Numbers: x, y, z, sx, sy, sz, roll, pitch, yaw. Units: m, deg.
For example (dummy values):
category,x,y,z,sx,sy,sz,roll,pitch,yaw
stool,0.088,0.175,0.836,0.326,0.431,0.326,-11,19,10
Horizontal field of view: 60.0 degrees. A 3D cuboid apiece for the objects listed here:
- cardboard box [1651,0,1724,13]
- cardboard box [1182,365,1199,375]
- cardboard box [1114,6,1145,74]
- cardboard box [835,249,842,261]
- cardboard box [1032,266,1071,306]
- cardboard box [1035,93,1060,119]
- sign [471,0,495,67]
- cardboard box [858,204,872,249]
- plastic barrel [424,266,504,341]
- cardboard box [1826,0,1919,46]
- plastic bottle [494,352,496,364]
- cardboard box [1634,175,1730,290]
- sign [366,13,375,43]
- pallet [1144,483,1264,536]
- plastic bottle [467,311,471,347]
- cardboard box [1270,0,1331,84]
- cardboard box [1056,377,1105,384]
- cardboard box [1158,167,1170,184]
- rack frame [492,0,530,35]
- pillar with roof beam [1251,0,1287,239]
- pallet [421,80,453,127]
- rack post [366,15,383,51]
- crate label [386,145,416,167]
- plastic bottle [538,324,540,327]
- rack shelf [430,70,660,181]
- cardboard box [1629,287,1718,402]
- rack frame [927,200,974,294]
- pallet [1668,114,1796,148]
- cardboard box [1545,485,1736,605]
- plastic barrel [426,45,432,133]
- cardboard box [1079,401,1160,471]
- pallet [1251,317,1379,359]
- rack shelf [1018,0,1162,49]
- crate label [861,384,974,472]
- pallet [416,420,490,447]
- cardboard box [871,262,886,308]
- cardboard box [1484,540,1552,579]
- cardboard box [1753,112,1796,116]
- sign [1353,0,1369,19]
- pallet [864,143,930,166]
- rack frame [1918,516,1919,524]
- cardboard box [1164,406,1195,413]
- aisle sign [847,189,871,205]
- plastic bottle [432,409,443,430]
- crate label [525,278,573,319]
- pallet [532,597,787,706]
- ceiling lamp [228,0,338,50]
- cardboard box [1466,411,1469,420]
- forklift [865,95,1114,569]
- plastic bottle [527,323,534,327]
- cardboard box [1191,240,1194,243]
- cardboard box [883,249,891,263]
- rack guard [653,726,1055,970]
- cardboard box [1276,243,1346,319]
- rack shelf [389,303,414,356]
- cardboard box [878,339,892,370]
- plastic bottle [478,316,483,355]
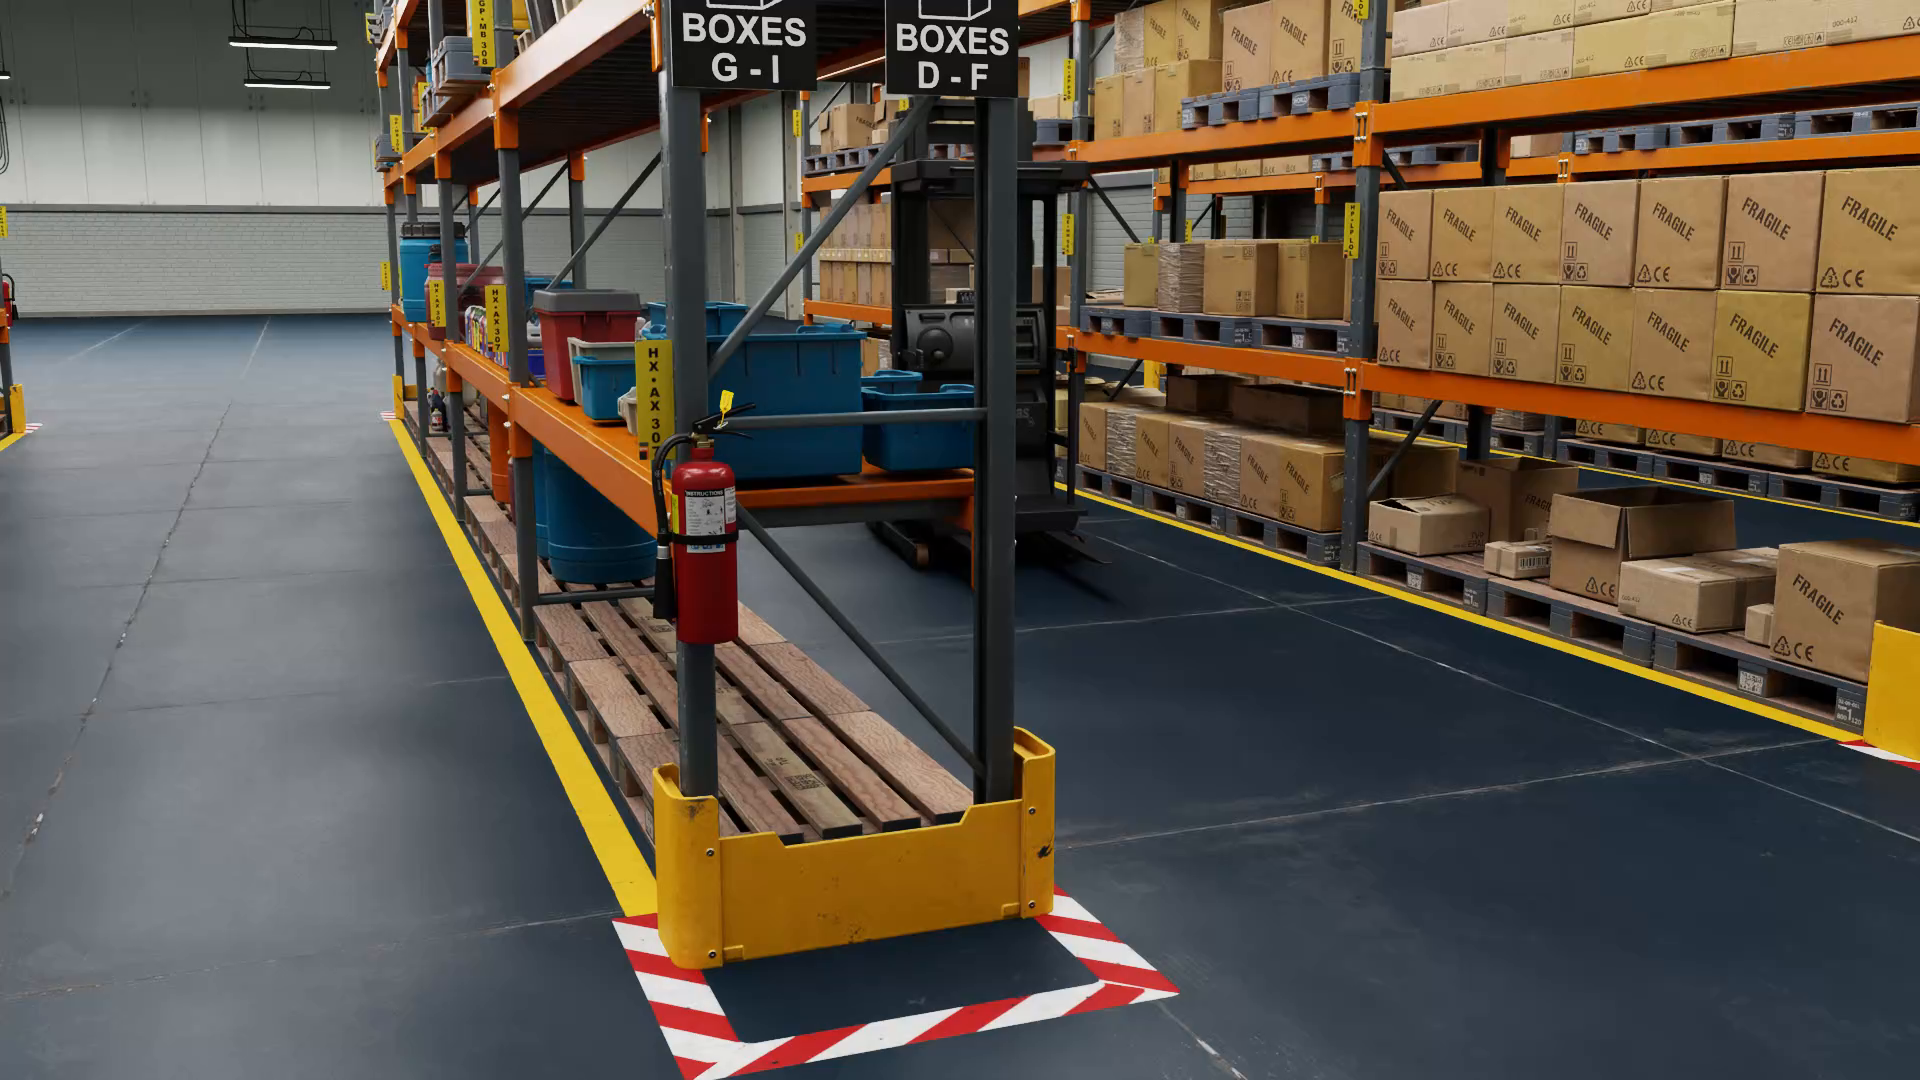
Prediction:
category,x,y,z,sx,sy,sz,roll,pitch,yaw
cardboard box,3.512,-2.532,7.525,0.500,0.250,0.500,-4,11,-21
cardboard box,3.280,-2.352,22.501,0.500,0.311,0.500,-5,11,-27
cardboard box,1.548,-3.904,13.098,0.500,0.500,0.500,-4,11,-21
cardboard box,-1.285,-3.429,19.995,0.380,0.149,0.250,-4,11,-22
cardboard box,0.773,-2.280,15.385,0.500,0.500,0.500,-5,11,-24
cardboard box,0.973,-3.722,14.444,0.500,0.250,0.500,-4,11,-19
sign,-2.286,-2.437,7.967,0.100,0.325,0.005,-4,11,-21
cardboard box,-0.766,-3.616,19.194,0.700,0.500,0.500,-4,11,-21
plastic barrel,-3.672,-1.767,12.402,0.600,0.536,0.708,-4,11,-21
cardboard box,3.863,-2.122,6.646,0.500,0.250,0.500,-4,11,-21
plastic bottle,-2.732,-1.156,9.920,0.097,0.201,0.097,0,10,0
cardboard box,3.502,-1.415,7.670,0.500,0.500,0.500,-4,11,-19
sign,-6.635,-5.766,18.737,0.100,0.325,0.005,-4,11,-21
pallet,2.070,-0.261,12.287,1.003,0.211,1.213,-4,11,-21
plastic bottle,-3.350,-1.469,11.478,0.097,0.271,0.097,0,10,0
cardboard box,2.468,-3.281,10.966,0.600,0.600,0.600,-4,11,-22
cardboard box,1.099,-1.359,15.548,0.500,0.311,0.500,-4,11,-22
cardboard box,3.001,-5.044,22.302,0.500,0.500,0.500,-4,11,-19
rack frame,-1.772,-3.944,7.900,1.000,3.000,0.127,-4,11,-21
pillar with roof beam,0.160,-6.199,20.576,9.100,9.000,0.400,-4,11,-21
pallet,-3.036,-2.896,11.113,1.003,0.211,1.213,-4,11,-21
rack post,-5.965,-5.526,18.216,0.937,0.300,0.954,-3,10,-15
crate label,-5.750,-4.027,17.352,0.502,0.251,0.408,-4,11,-21
plastic bottle,-2.276,-1.105,9.208,0.144,0.351,0.185,-4,11,-21
rack shelf,-2.497,-2.440,10.061,1.077,0.370,4.000,-4,11,-21
cardboard box,3.512,-0.923,7.758,0.500,0.500,0.500,-4,11,-20
rack frame,-0.053,-2.610,17.530,1.000,3.000,0.127,-4,11,-21
pallet,6.703,-3.372,13.787,1.003,0.211,1.213,-3,11,-18
cardboard box,3.531,0.014,8.647,0.797,0.503,0.637,-4,11,-21
plastic barrel,-4.932,-4.396,16.374,0.600,0.901,0.708,-4,11,-21
cardboard box,1.295,-0.851,13.520,0.500,0.500,0.500,-3,11,-18
pallet,2.658,-1.347,10.978,1.003,0.211,1.213,-4,11,-21
rack shelf,0.671,-4.686,15.267,1.077,0.370,4.000,-4,11,-21
crate label,-0.105,-0.346,5.108,0.416,0.233,0.303,-4,11,-21
pallet,-4.876,-1.036,16.642,1.003,0.211,1.213,-4,11,-21
cardboard box,-0.595,-2.899,18.870,0.700,0.500,0.500,-4,11,-20
cardboard box,3.119,0.097,9.146,0.380,0.166,0.250,-4,11,-21
cardboard box,6.861,-3.685,13.467,0.700,0.500,0.500,-4,11,-21
sign,2.330,-3.194,9.645,0.100,0.325,0.005,-4,11,-21
pallet,-0.386,-4.181,18.049,1.003,0.211,1.213,-4,11,-21
rack frame,7.461,-1.620,11.960,1.000,3.000,0.127,-4,11,-21
cardboard box,1.954,-0.806,13.265,0.500,0.500,0.500,-3,11,-19
aisle sign,-1.253,-4.573,21.138,0.394,0.787,0.004,-4,11,-21
plastic bottle,-5.093,-1.175,16.195,0.097,0.201,0.097,0,10,0
crate label,-3.330,-1.840,13.101,0.502,0.435,0.616,-4,11,-21
pallet,-1.470,0.500,8.009,1.003,0.211,1.213,-4,11,-21
ceiling lamp,-13.461,-11.345,32.836,2.000,3.185,0.800,-4,11,-21
cardboard box,5.624,-1.464,16.967,0.700,0.500,0.500,-4,11,-21
forklift,0.161,-1.337,10.566,1.130,2.935,3.031,-3,10,-15
plastic bottle,-2.349,-1.033,9.018,0.152,0.276,0.135,-4,11,-21
cardboard box,3.176,-3.705,21.915,0.500,0.500,0.500,-4,11,-21
cardboard box,-0.633,-3.136,18.345,0.380,0.149,0.250,-4,11,-21
rack guard,-0.302,0.896,4.956,1.175,0.500,0.348,-4,11,-21
cardboard box,2.574,-1.760,11.266,0.700,0.500,0.500,-2,10,-12
rack shelf,-5.396,-2.269,17.665,1.077,0.370,4.000,-4,11,-21
cardboard box,-0.595,-1.977,18.479,0.500,0.500,0.500,-4,11,-21
plastic bottle,-3.050,-1.334,10.720,0.097,0.271,0.097,0,10,0
